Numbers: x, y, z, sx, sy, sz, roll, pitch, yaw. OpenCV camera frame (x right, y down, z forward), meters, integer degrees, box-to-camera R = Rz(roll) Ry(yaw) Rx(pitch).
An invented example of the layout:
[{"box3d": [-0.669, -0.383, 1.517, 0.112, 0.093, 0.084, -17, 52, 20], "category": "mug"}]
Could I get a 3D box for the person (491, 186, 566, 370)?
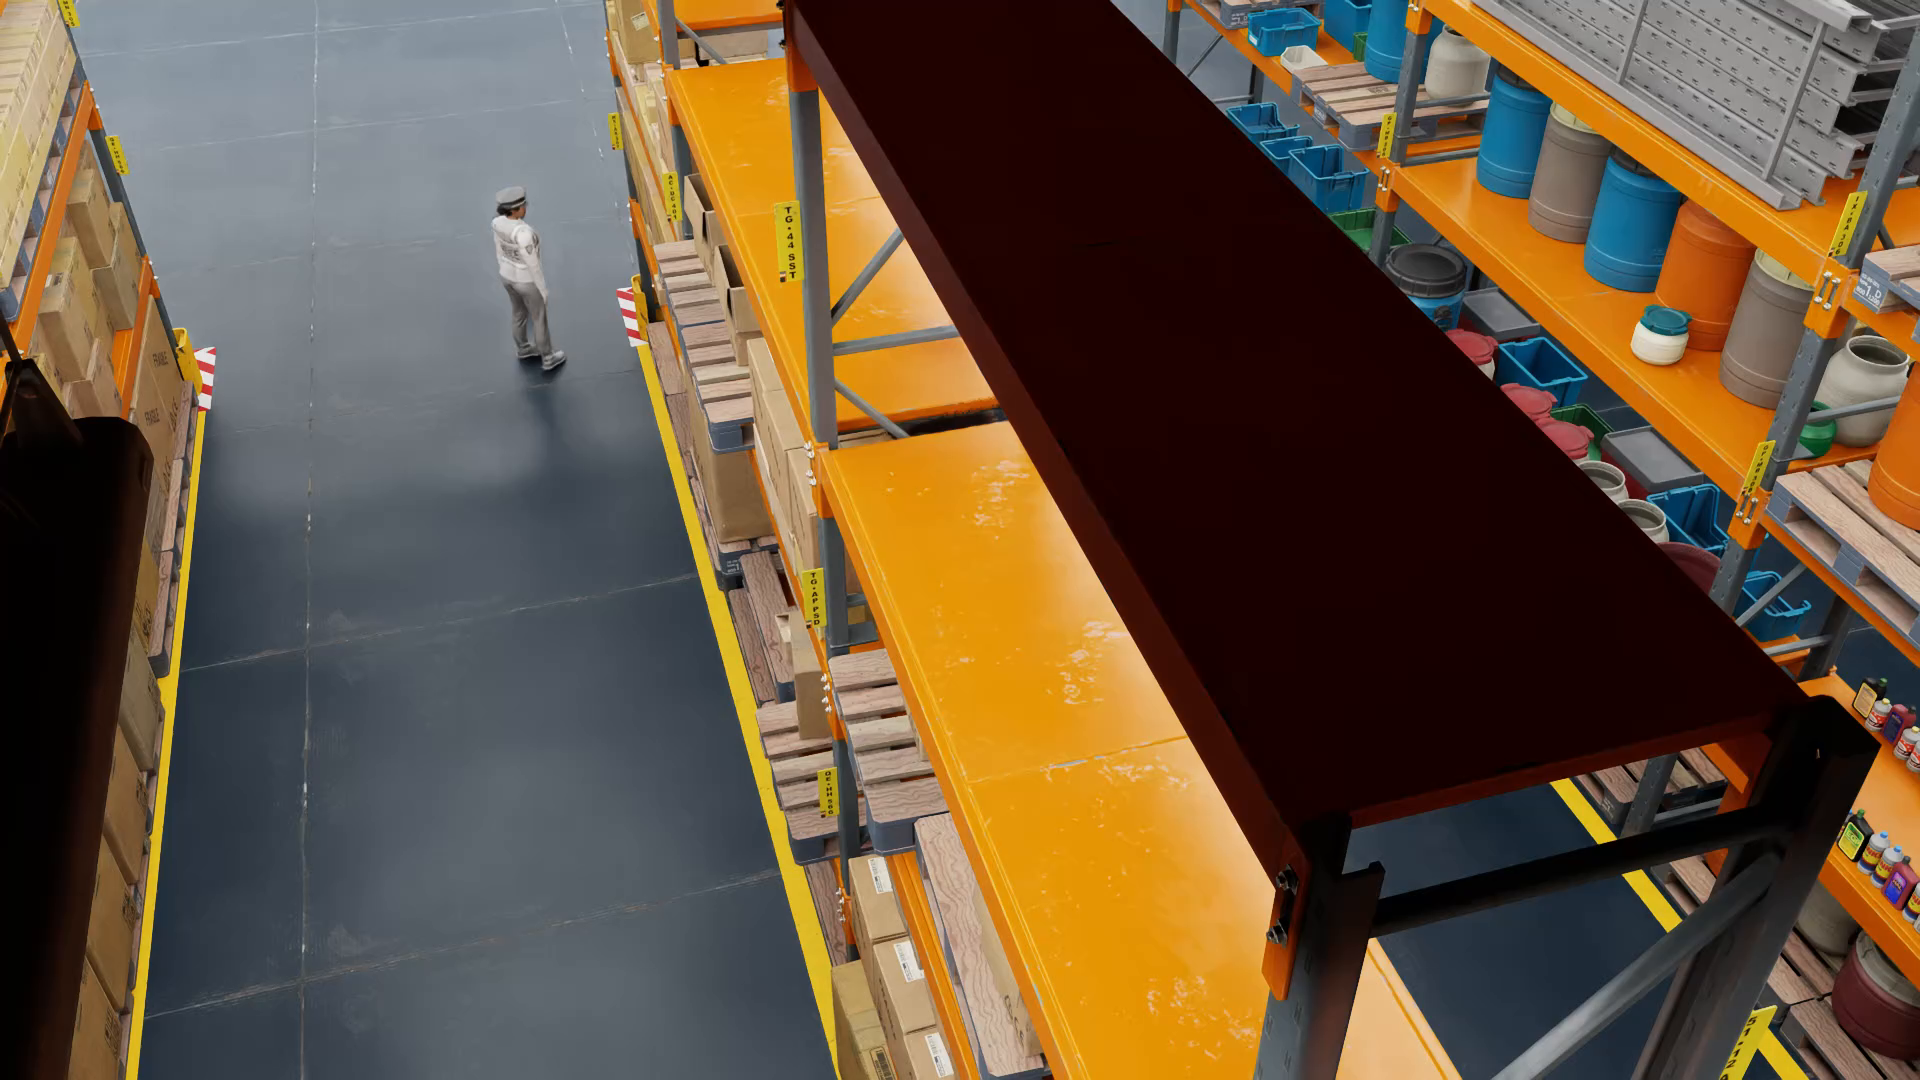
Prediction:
[{"box3d": [-3.733, -2.244, 14.308, 0.521, 1.674, 0.386, 26, 45, 29], "category": "person"}]
